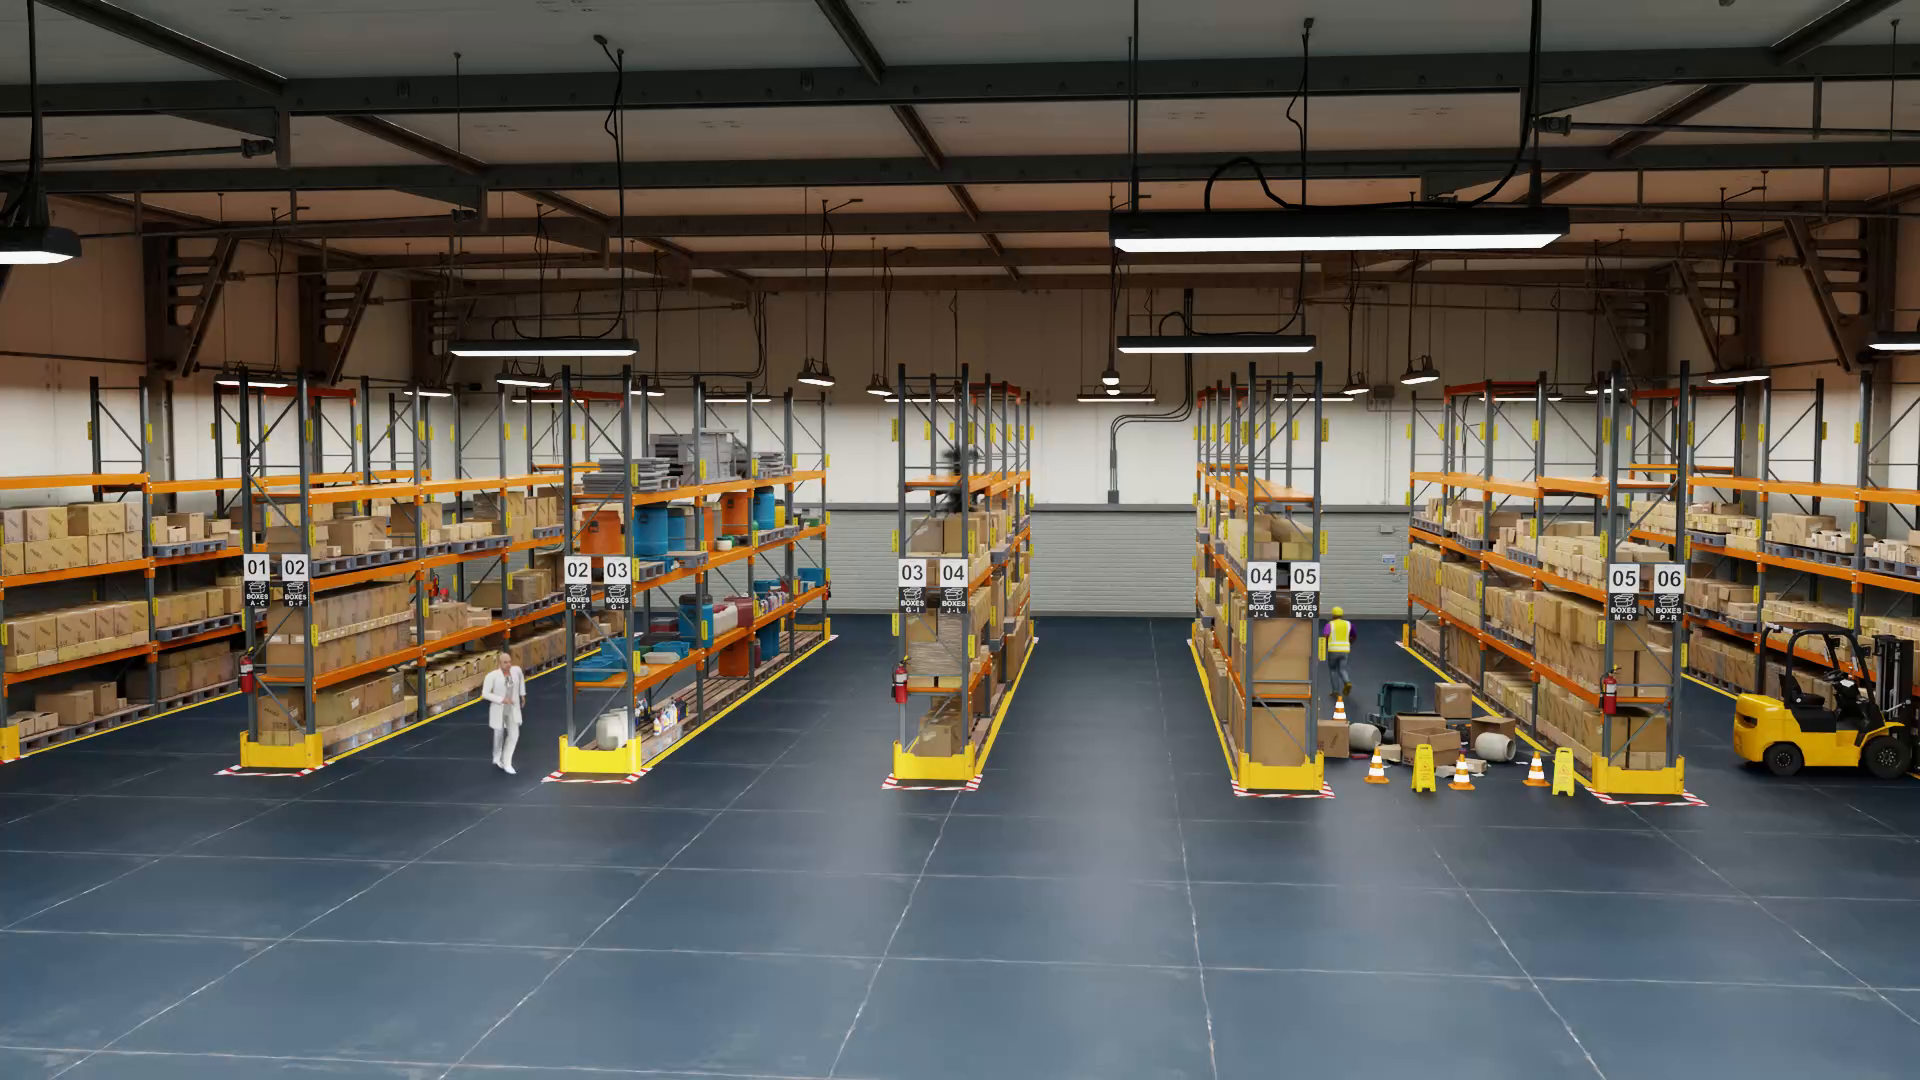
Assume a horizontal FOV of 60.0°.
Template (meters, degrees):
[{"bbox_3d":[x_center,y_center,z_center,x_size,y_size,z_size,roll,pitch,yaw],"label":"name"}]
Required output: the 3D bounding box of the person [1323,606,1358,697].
[{"bbox_3d":[7.210,2.131,31.484,0.703,1.712,0.742,0,4,-5],"label":"person"}]

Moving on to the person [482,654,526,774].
[{"bbox_3d":[-6.792,2.552,24.727,0.691,1.795,0.857,-2,4,-27],"label":"person"}]

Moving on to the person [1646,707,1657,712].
[{"bbox_3d":[11.910,2.412,28.920,0.627,1.490,0.755,-1,4,-12],"label":"person"}]

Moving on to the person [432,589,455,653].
[{"bbox_3d":[-10.986,1.871,35.523,0.669,1.715,0.704,-1,4,-9],"label":"person"}]
